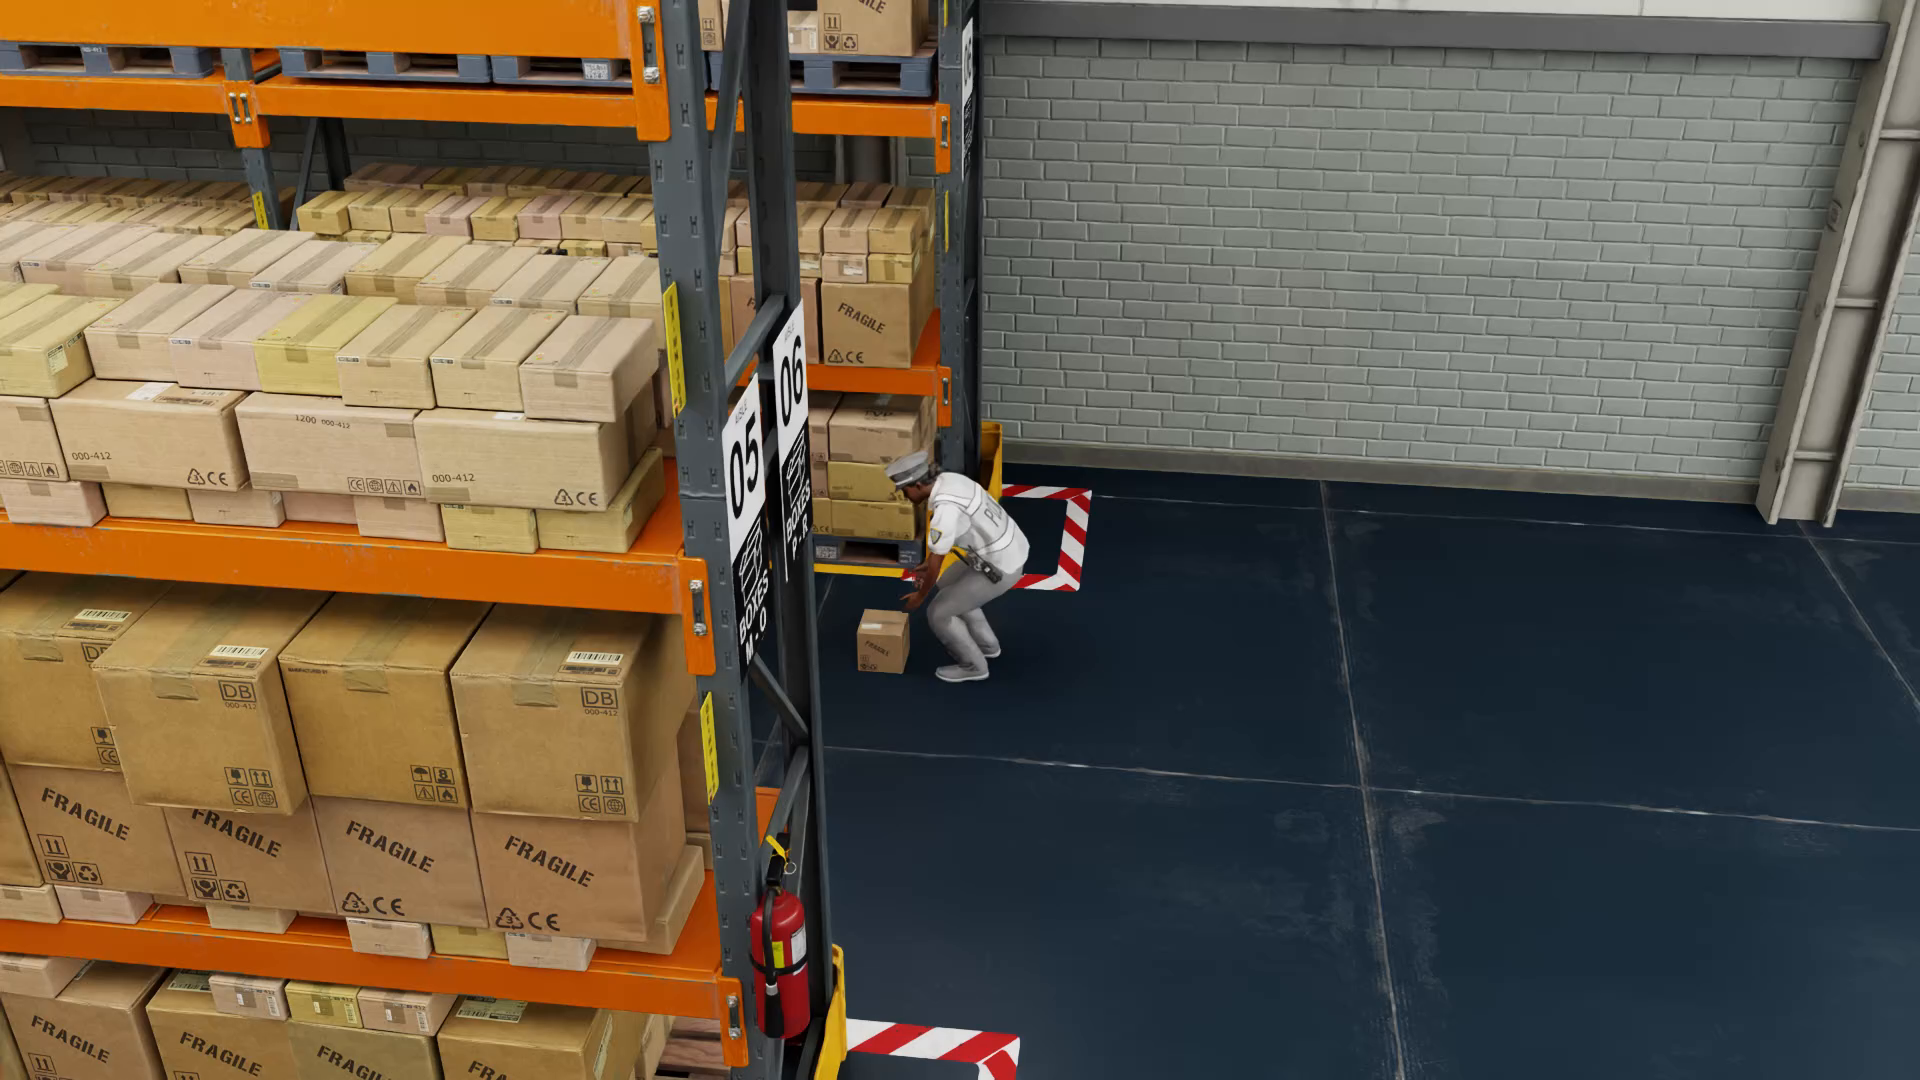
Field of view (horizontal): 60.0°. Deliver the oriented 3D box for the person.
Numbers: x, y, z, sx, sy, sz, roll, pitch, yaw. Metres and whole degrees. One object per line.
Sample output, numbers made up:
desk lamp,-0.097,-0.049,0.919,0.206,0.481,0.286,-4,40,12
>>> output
person,-0.015,0.152,8.859,0.755,1.277,0.496,3,29,6
